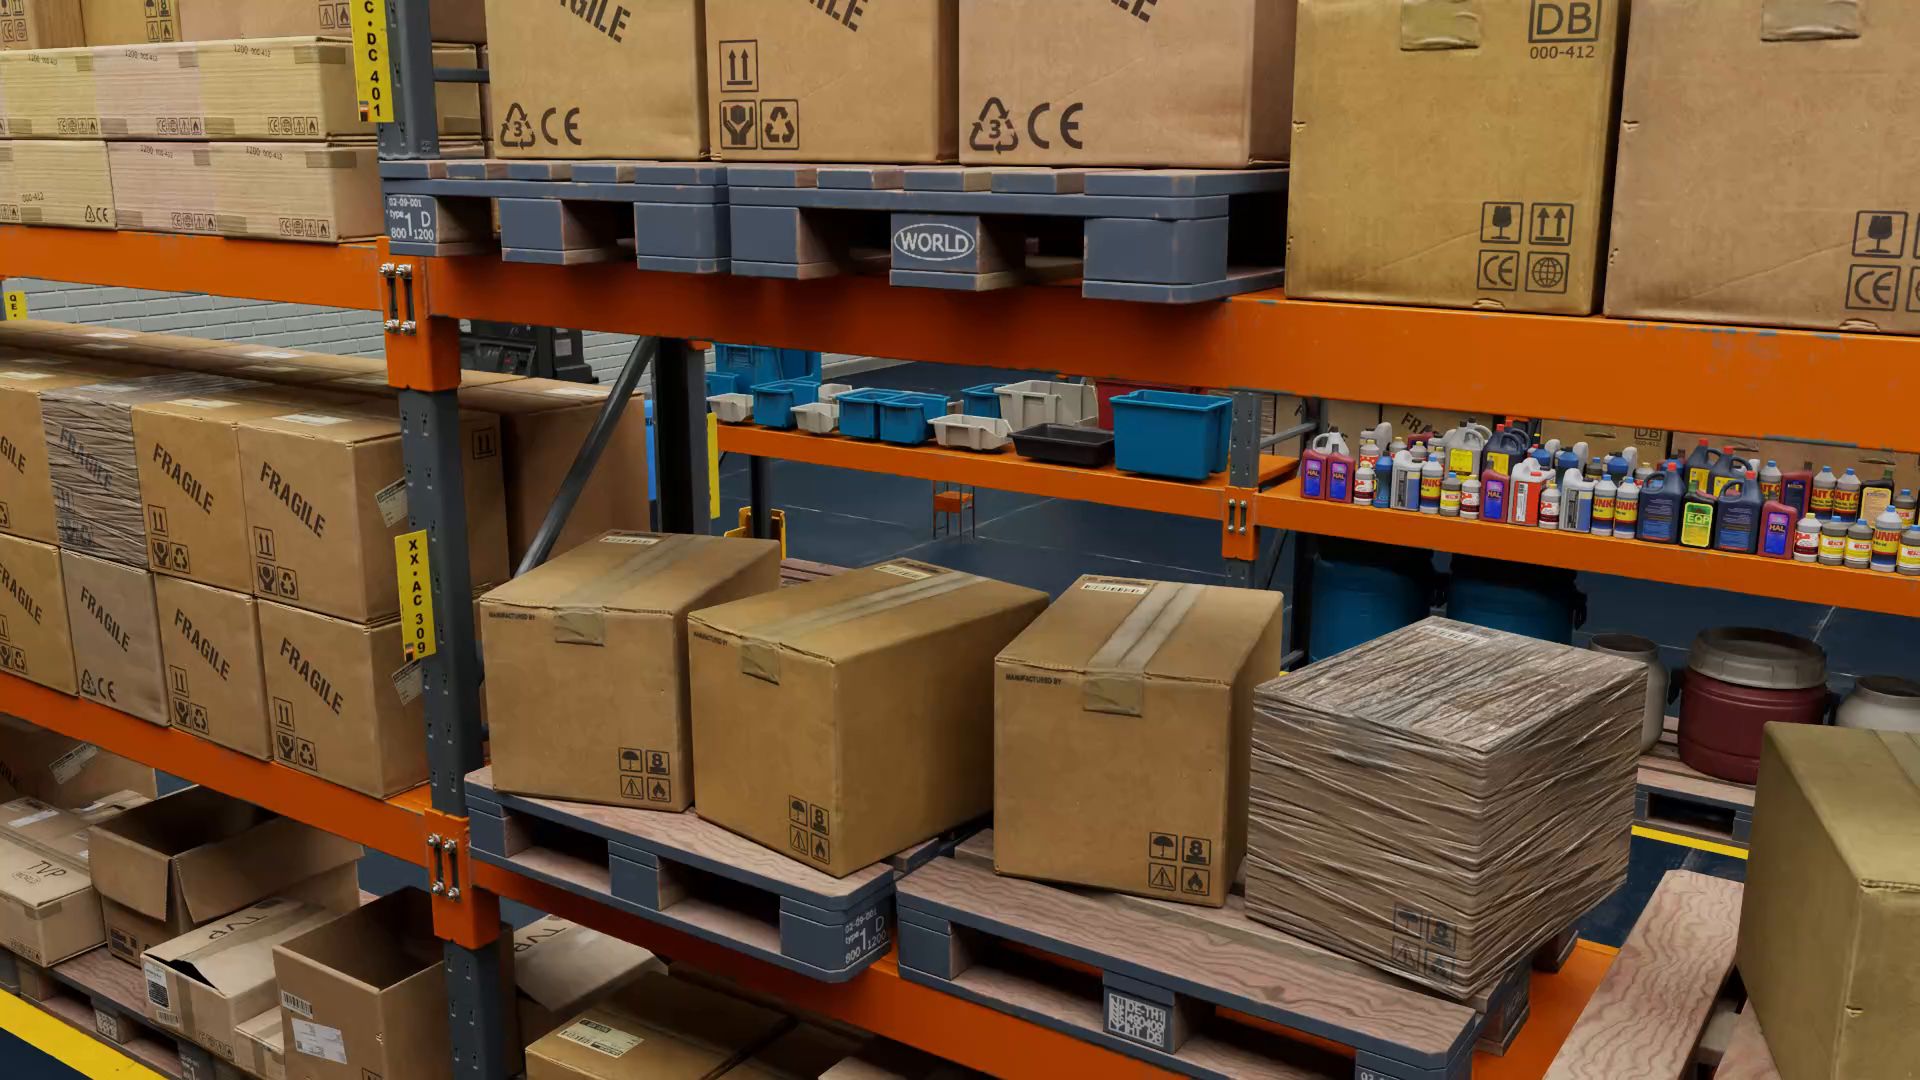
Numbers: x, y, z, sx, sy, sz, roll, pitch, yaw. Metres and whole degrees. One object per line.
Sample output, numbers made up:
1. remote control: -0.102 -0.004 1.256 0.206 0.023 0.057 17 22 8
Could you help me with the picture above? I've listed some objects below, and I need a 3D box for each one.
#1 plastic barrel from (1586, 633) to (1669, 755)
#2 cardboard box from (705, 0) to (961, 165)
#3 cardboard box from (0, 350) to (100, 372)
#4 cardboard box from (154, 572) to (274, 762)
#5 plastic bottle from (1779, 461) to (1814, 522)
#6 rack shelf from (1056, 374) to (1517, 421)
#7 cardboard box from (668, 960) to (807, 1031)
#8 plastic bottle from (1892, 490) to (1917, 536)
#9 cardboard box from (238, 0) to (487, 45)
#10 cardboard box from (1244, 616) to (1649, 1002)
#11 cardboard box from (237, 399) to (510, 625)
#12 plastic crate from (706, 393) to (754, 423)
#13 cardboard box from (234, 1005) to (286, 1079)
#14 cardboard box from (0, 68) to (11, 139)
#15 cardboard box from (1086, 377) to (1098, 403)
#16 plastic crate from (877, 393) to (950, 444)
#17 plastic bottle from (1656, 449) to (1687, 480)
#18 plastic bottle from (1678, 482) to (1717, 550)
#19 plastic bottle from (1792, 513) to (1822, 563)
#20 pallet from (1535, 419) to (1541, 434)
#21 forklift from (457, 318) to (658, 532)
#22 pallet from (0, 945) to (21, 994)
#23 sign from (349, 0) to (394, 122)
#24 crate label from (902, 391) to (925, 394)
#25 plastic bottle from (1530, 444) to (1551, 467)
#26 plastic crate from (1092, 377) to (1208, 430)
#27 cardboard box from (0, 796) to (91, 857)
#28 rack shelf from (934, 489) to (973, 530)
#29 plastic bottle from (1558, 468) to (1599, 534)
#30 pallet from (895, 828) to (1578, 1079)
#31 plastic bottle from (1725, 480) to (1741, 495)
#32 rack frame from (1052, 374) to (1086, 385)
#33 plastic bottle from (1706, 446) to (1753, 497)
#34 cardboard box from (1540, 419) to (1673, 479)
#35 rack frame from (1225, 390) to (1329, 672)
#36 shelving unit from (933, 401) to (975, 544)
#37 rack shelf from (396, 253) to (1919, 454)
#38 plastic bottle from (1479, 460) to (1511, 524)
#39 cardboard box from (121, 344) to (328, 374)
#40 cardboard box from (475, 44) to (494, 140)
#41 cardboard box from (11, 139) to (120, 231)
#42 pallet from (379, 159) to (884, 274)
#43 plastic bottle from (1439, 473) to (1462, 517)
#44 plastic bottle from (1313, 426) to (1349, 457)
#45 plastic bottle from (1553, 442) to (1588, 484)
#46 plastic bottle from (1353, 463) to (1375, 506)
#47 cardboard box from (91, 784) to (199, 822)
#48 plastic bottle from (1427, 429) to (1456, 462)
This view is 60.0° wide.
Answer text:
1. plastic barrel: 3.137 0.734 7.921 0.421 0.512 0.421 0 14 0
2. cardboard box: -0.135 -1.138 3.644 0.600 0.600 0.600 9 16 32
3. cardboard box: -3.326 -0.369 5.784 0.500 0.500 0.500 9 17 34
4. cardboard box: -2.065 0.319 5.085 0.500 0.500 0.500 10 17 34
5. plastic bottle: 3.896 -0.229 7.747 0.133 0.283 0.061 9 17 33
6. rack shelf: 2.794 -1.442 13.902 4.000 0.370 1.077 9 17 33
7. cardboard box: -0.509 1.461 4.966 0.500 0.500 0.500 9 17 33
8. plastic bottle: 4.254 -0.126 7.502 0.097 0.201 0.097 0 14 0
9. cardboard box: -1.504 -1.595 4.495 0.500 0.500 0.700 9 17 33
10. cardboard box: 1.003 0.513 3.425 0.500 0.500 0.700 13 19 43
11. cardboard box: -1.643 -0.098 4.688 0.500 0.500 0.500 9 17 33
12. plastic crate: -1.389 -0.814 10.294 0.298 0.136 0.250 9 17 33
13. cardboard box: -2.054 1.564 5.279 0.250 0.149 0.380 9 17 33
14. cardboard box: -2.875 -1.387 5.215 0.500 0.250 0.500 9 17 33
15. cardboard box: 1.710 -1.162 14.821 0.875 0.875 0.875 9 17 33
16. plastic crate: -0.268 -0.704 9.647 0.300 0.233 0.416 9 17 33
17. plastic bottle: 3.439 -0.302 8.045 0.133 0.283 0.061 9 17 33
18. plastic bottle: 3.222 -0.107 7.256 0.133 0.283 0.061 9 17 33
19. plastic bottle: 3.592 -0.013 7.046 0.097 0.201 0.097 0 14 0
20. pallet: 6.728 -1.227 17.342 1.213 0.211 1.003 9 17 33
21. forklift: -3.505 -1.270 11.853 1.130 2.935 3.031 10 17 36
22. pallet: -3.673 1.386 6.784 1.213 0.211 1.003 9 17 33
23. sign: -1.375 -1.146 3.891 0.005 0.325 0.100 9 17 33
24. crate label: -0.375 -0.825 10.338 0.243 0.136 0.396 9 17 33
25. plastic bottle: 2.864 -0.340 8.223 0.097 0.271 0.097 0 14 0
26. plastic crate: 1.088 -0.765 9.413 0.583 0.464 0.402 9 17 33
27. cardboard box: -3.690 1.233 6.405 0.500 0.250 0.500 9 17 33
28. rack shelf: -0.044 -0.237 12.795 0.240 0.259 0.215 9 17 33
29. plastic bottle: 2.821 -0.182 7.572 0.135 0.276 0.152 9 17 33
30. pallet: 0.624 0.822 3.660 1.213 0.211 1.003 9 17 33
31. plastic bottle: 3.413 -0.118 7.300 0.133 0.283 0.061 9 17 33
32. rack frame: 1.134 -2.059 14.899 0.127 3.000 1.000 9 17 33
33. plastic bottle: 3.575 -0.257 7.722 0.185 0.351 0.144 9 17 33
34. cardboard box: 4.995 -0.613 12.606 0.875 0.875 1.225 9 17 33
35. rack frame: 1.689 -0.535 8.742 0.127 3.000 1.000 9 17 33
36. shelving unit: -0.044 -0.517 12.726 0.252 1.050 0.215 9 17 33
37. rack shelf: 0.581 -0.387 3.397 4.000 0.370 1.077 9 17 33
38. plastic bottle: 2.492 -0.225 7.733 0.133 0.283 0.061 9 17 33
39. cardboard box: -2.596 -0.408 5.941 0.500 0.500 0.500 10 17 35
40. cardboard box: -1.344 -1.289 4.816 0.500 0.250 0.500 9 17 33
41. cardboard box: -2.459 -1.078 5.005 0.500 0.250 0.500 9 17 33
42. pallet: -0.577 -0.811 4.007 1.003 0.211 1.213 9 17 33
43. plastic bottle: 2.326 -0.217 7.873 0.097 0.201 0.097 0 14 0
44. plastic bottle: 1.834 -0.394 8.275 0.185 0.351 0.144 9 17 33
45. plastic bottle: 3.030 -0.352 8.260 0.135 0.276 0.152 9 17 33
46. plastic bottle: 1.972 -0.275 8.104 0.097 0.201 0.097 0 14 0
47. cardboard box: -3.038 1.194 6.564 0.500 0.250 0.500 9 17 33
48. plastic bottle: 2.499 -0.437 8.606 0.135 0.276 0.152 9 17 33
